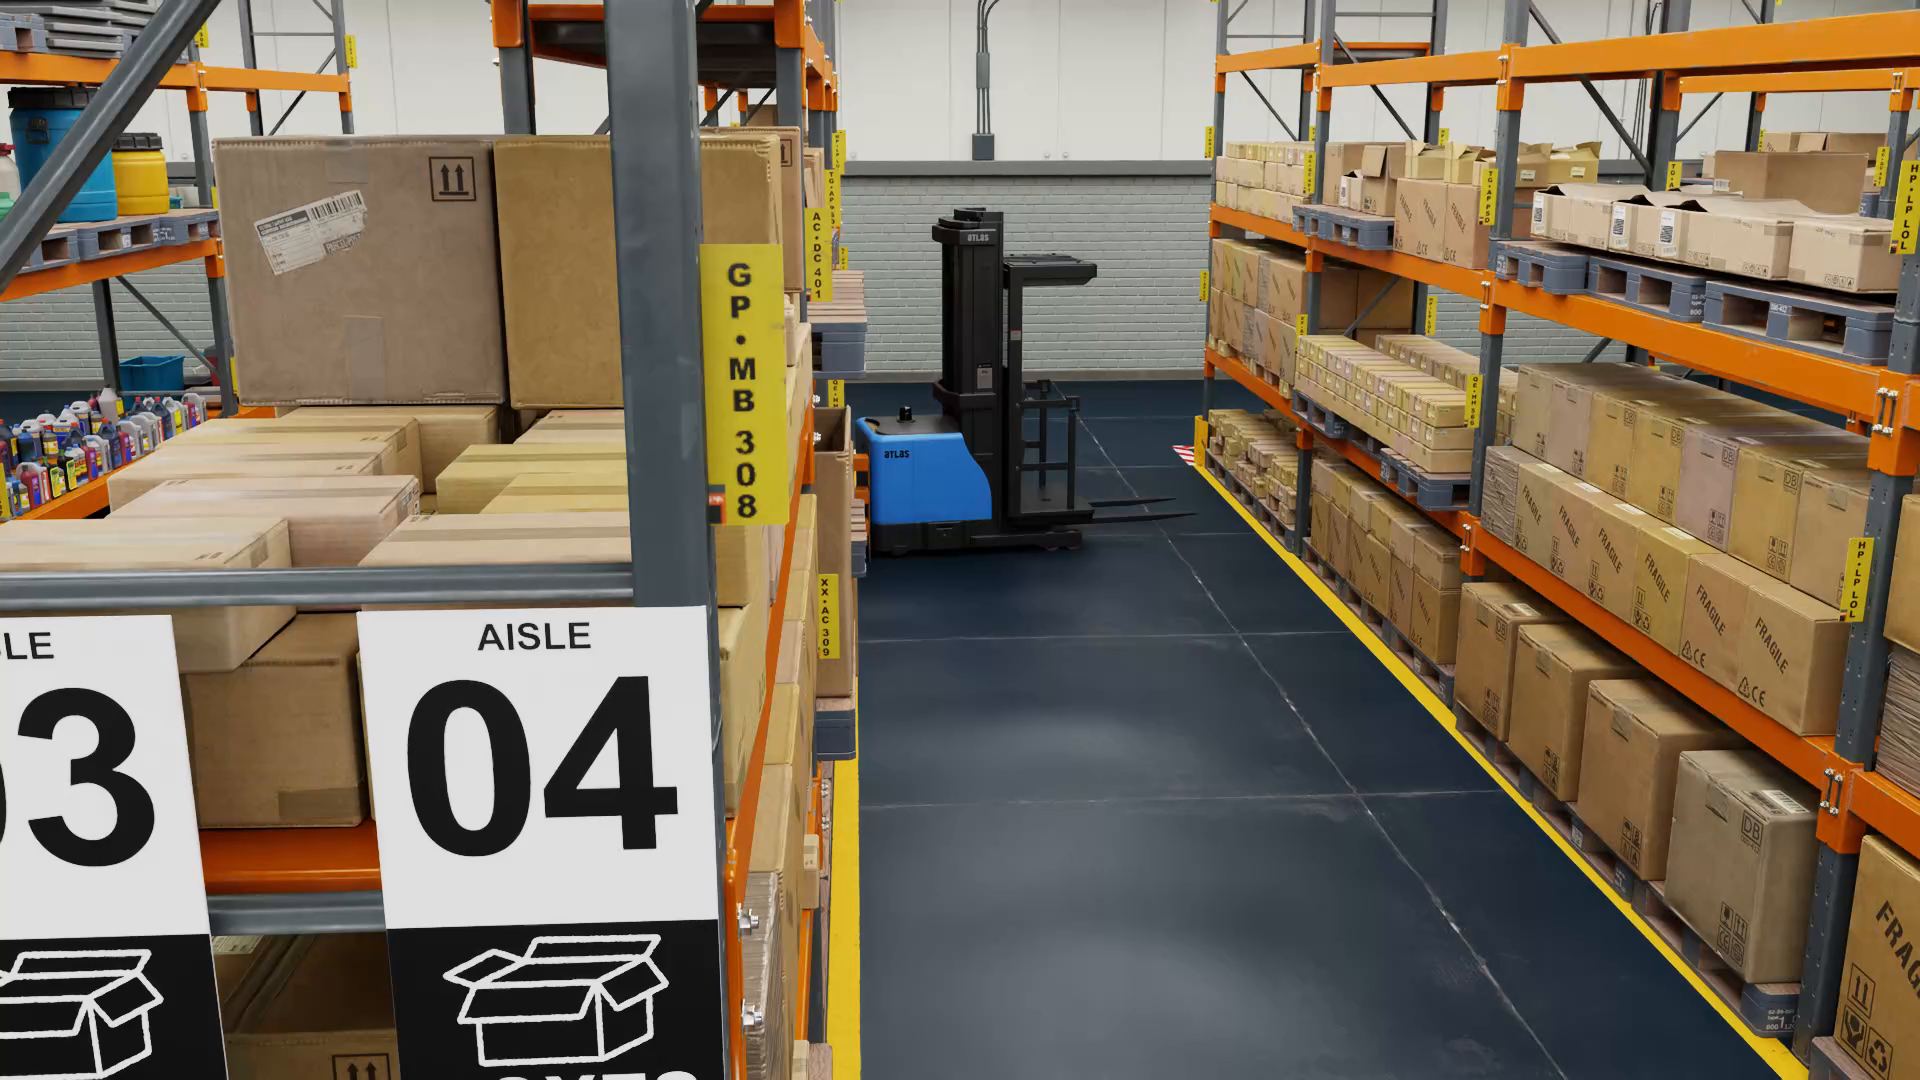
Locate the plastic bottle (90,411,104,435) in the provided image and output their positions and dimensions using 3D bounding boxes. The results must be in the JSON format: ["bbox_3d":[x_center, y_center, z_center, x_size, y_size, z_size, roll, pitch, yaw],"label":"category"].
[{"bbox_3d":[-6.685,-0.898,12.894,0.097,0.201,0.097,0,14,0],"label":"plastic bottle"}]

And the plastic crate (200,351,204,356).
[{"bbox_3d":[-6.940,-1.674,15.726,0.416,0.233,0.300,-1,14,-3],"label":"plastic crate"}]

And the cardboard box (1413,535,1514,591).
[{"bbox_3d":[3.365,0.146,11.110,0.500,0.250,0.500,-1,14,-5],"label":"cardboard box"}]

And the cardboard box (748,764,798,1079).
[{"bbox_3d":[-0.578,0.766,3.223,0.500,0.500,0.500,-1,14,-3],"label":"cardboard box"}]

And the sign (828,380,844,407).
[{"bbox_3d":[-0.747,-0.814,10.006,0.100,0.325,0.005,-1,14,-3],"label":"sign"}]

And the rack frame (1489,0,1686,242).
[{"bbox_3d":[3.669,-3.238,9.551,1.000,3.000,0.127,-1,14,-3],"label":"rack frame"}]

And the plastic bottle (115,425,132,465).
[{"bbox_3d":[-5.996,-0.686,11.905,0.061,0.283,0.133,-1,14,-3],"label":"plastic bottle"}]

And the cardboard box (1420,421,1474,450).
[{"bbox_3d":[3.184,-0.674,10.691,0.380,0.149,0.250,-1,14,-2],"label":"cardboard box"}]

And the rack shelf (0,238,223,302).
[{"bbox_3d":[-6.355,-1.806,11.451,1.077,0.370,4.000,-1,14,-3],"label":"rack shelf"}]

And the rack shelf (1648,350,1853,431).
[{"bbox_3d":[8.231,-1.578,16.583,1.077,0.370,4.000,-1,14,-3],"label":"rack shelf"}]

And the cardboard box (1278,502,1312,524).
[{"bbox_3d":[3.057,-0.242,14.827,0.380,0.149,0.250,-1,14,-3],"label":"cardboard box"}]

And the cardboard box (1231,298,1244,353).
[{"bbox_3d":[3.002,-2.144,16.541,0.500,0.500,0.500,-1,14,-3],"label":"cardboard box"}]

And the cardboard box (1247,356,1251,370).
[{"bbox_3d":[3.014,-1.728,16.225,0.380,0.149,0.250,0,14,-1],"label":"cardboard box"}]

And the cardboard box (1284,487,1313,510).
[{"bbox_3d":[3.084,-0.367,14.716,0.380,0.149,0.250,-1,14,-2],"label":"cardboard box"}]

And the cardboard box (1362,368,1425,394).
[{"bbox_3d":[3.103,-1.139,11.900,0.380,0.149,0.250,0,14,-1],"label":"cardboard box"}]

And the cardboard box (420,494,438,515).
[{"bbox_3d":[-1.110,0.088,2.944,0.500,0.250,0.500,-1,14,-3],"label":"cardboard box"}]

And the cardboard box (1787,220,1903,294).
[{"bbox_3d":[3.713,-1.143,6.686,0.500,0.250,0.500,-1,14,-3],"label":"cardboard box"}]

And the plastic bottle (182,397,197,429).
[{"bbox_3d":[-6.072,-0.993,13.100,0.061,0.283,0.133,-1,14,-3],"label":"plastic bottle"}]

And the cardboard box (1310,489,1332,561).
[{"bbox_3d":[3.202,-0.132,13.694,0.500,0.500,0.500,0,14,-1],"label":"cardboard box"}]

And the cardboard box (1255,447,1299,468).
[{"bbox_3d":[3.014,-0.779,15.719,0.380,0.149,0.250,-2,15,-6],"label":"cardboard box"}]

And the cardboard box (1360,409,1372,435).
[{"bbox_3d":[3.105,-0.849,11.967,0.380,0.149,0.250,0,14,-2],"label":"cardboard box"}]

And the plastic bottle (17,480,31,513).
[{"bbox_3d":[-5.921,-0.274,10.472,0.097,0.201,0.097,0,14,0],"label":"plastic bottle"}]

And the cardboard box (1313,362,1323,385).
[{"bbox_3d":[3.021,-1.319,13.199,0.380,0.149,0.250,-1,14,-2],"label":"cardboard box"}]

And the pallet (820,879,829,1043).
[{"bbox_3d":[-1.090,1.871,7.332,1.003,0.211,1.213,-1,14,-3],"label":"pallet"}]

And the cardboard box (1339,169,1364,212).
[{"bbox_3d":[3.266,-2.718,12.887,0.500,0.311,0.500,-1,14,-4],"label":"cardboard box"}]

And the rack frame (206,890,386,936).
[{"bbox_3d":[-0.789,1.709,2.366,0.949,2.616,0.053,-1,14,-3],"label":"rack frame"}]

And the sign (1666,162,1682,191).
[{"bbox_3d":[4.223,-2.080,9.876,0.100,0.325,0.005,-1,14,-3],"label":"sign"}]

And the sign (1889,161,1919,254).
[{"bbox_3d":[3.376,-1.182,5.913,0.100,0.325,0.005,-1,14,-3],"label":"sign"}]

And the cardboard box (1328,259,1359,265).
[{"bbox_3d":[3.589,-2.249,14.942,0.500,0.500,0.500,-1,14,-5],"label":"cardboard box"}]

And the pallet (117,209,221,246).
[{"bbox_3d":[-6.333,-2.367,12.566,1.213,0.211,1.003,-1,14,-3],"label":"pallet"}]

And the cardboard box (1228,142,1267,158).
[{"bbox_3d":[2.908,-3.921,16.723,0.380,0.149,0.250,-1,14,-4],"label":"cardboard box"}]

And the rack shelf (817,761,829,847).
[{"bbox_3d":[-1.164,0.565,8.255,1.077,0.370,4.000,-1,14,-3],"label":"rack shelf"}]

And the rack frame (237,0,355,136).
[{"bbox_3d":[-6.727,-5.099,16.787,1.000,3.000,0.127,-1,14,-3],"label":"rack frame"}]

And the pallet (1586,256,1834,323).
[{"bbox_3d":[3.834,-1.256,8.248,1.003,0.211,1.213,0,14,-1],"label":"pallet"}]

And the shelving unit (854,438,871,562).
[{"bbox_3d":[-0.901,-0.340,14.239,0.252,1.050,0.215,-1,14,-5],"label":"shelving unit"}]

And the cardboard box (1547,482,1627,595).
[{"bbox_3d":[3.492,-0.013,8.857,0.500,0.500,0.500,-1,14,-3],"label":"cardboard box"}]

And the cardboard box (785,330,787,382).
[{"bbox_3d":[-0.645,-0.455,4.257,0.380,0.149,0.250,0,14,-1],"label":"cardboard box"}]

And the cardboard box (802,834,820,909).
[{"bbox_3d":[-0.645,1.070,5.351,0.380,0.149,0.250,-1,14,-3],"label":"cardboard box"}]

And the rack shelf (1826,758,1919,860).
[{"bbox_3d":[4.040,1.508,4.589,1.077,0.370,4.000,-1,14,-3],"label":"rack shelf"}]

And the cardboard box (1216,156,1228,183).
[{"bbox_3d":[2.942,-3.829,17.164,0.500,0.250,0.500,-1,14,-3],"label":"cardboard box"}]

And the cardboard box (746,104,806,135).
[{"bbox_3d":[-1.588,-3.626,14.330,0.500,0.250,0.500,-2,15,-7],"label":"cardboard box"}]

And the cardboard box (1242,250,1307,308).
[{"bbox_3d":[3.019,-2.501,15.924,0.500,0.500,0.500,-1,14,-5],"label":"cardboard box"}]

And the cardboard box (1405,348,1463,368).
[{"bbox_3d":[3.689,-1.404,12.930,0.380,0.149,0.250,-1,14,-4],"label":"cardboard box"}]

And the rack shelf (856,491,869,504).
[{"bbox_3d":[-0.901,-0.330,14.242,0.240,0.259,0.215,-1,14,-5],"label":"rack shelf"}]

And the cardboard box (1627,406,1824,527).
[{"bbox_3d":[3.785,-0.373,8.248,0.700,0.500,0.500,-1,14,-4],"label":"cardboard box"}]

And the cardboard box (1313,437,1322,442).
[{"bbox_3d":[3.535,-0.916,16.251,0.380,0.149,0.250,-1,14,-3],"label":"cardboard box"}]

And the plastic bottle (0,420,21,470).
[{"bbox_3d":[-6.741,-0.678,11.742,0.144,0.351,0.185,-1,14,-3],"label":"plastic bottle"}]

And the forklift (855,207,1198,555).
[{"bbox_3d":[0.614,-1.452,14.786,3.031,2.935,1.130,-3,15,-11],"label":"forklift"}]

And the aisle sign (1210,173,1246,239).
[{"bbox_3d":[2.869,-3.595,17.760,0.394,0.787,0.004,-1,14,-3],"label":"aisle sign"}]

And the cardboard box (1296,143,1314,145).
[{"bbox_3d":[3.501,-3.804,16.271,0.380,0.149,0.250,-1,14,-5],"label":"cardboard box"}]

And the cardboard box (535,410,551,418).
[{"bbox_3d":[-1.159,-0.386,3.990,0.380,0.149,0.250,-1,14,-2],"label":"cardboard box"}]
